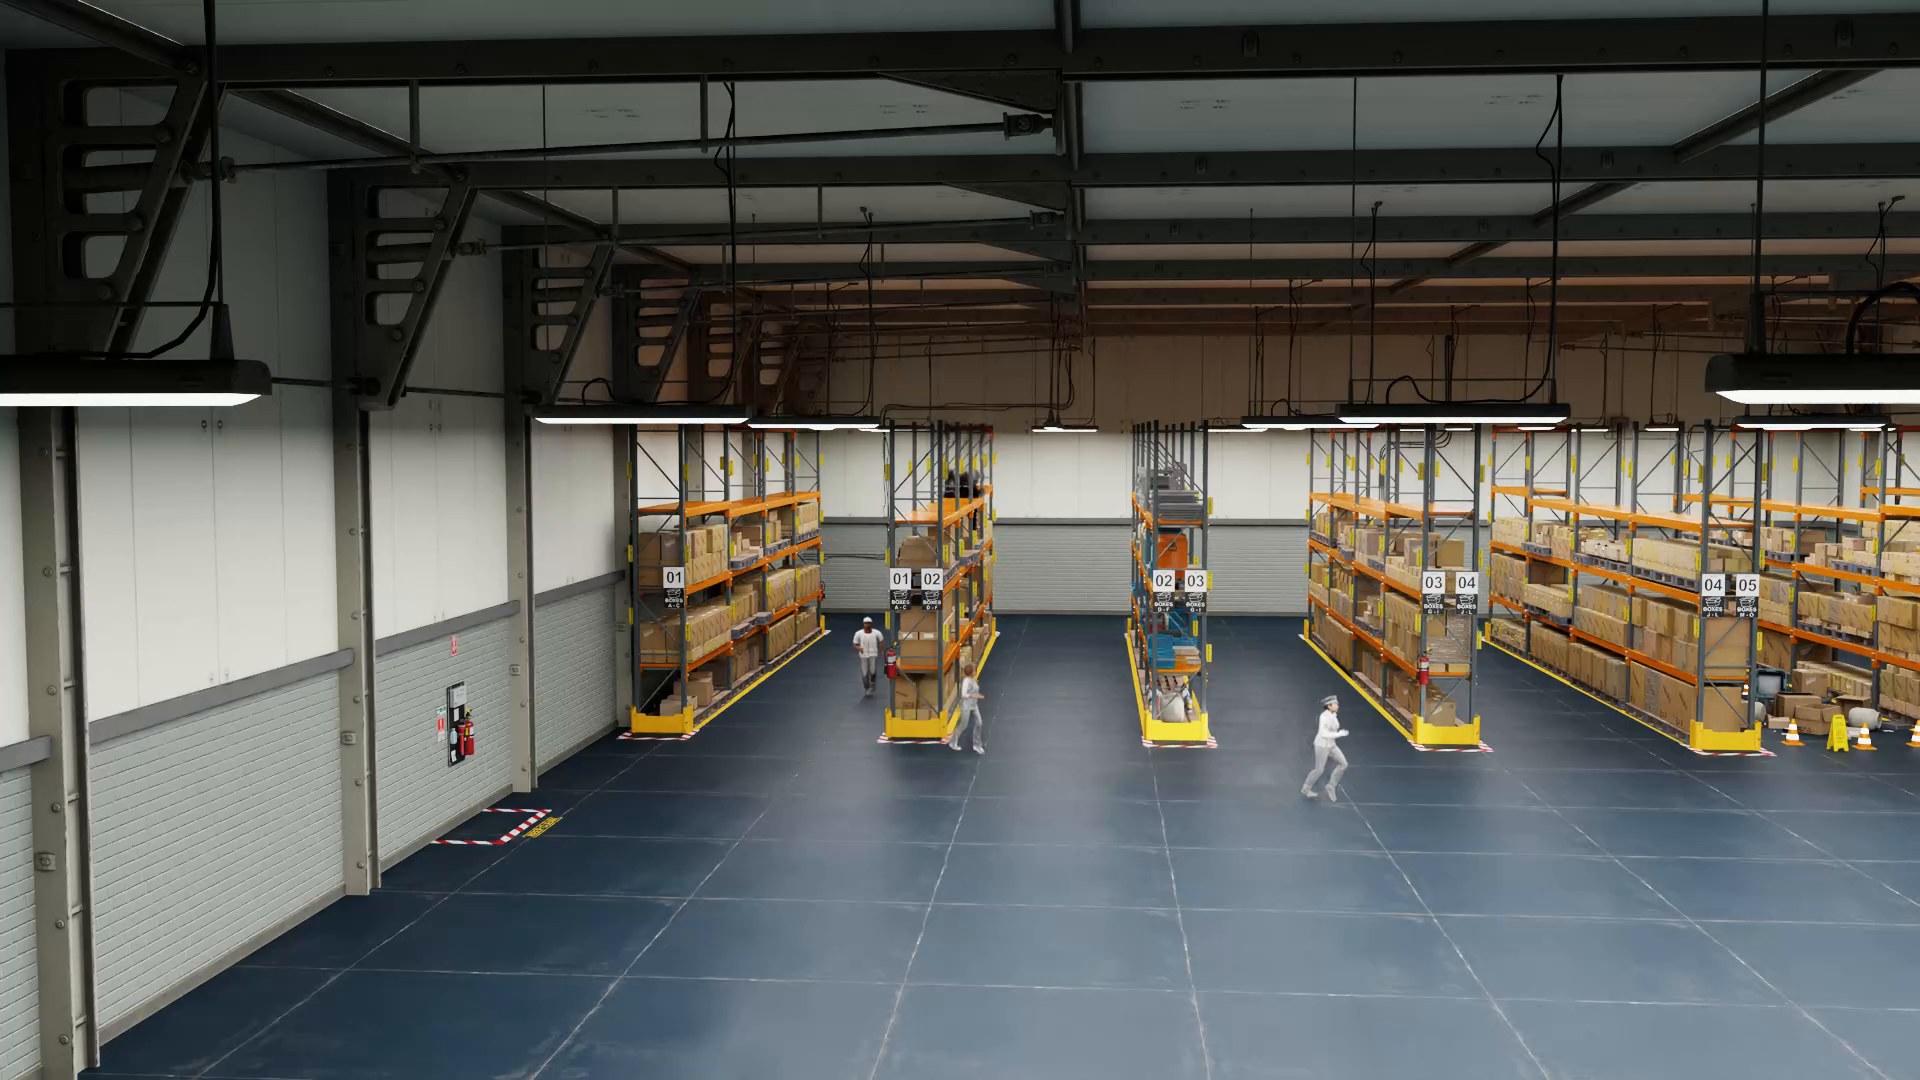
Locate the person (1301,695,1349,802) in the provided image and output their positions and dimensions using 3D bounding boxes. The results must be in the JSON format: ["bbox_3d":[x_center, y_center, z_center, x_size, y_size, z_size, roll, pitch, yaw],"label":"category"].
[{"bbox_3d":[5.706,3.236,25.941,0.790,1.681,0.641,3,4,35],"label":"person"}]

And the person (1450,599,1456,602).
[{"bbox_3d":[13.461,2.050,45.409,0.593,1.598,0.524,0,4,6],"label":"person"}]

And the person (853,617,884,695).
[{"bbox_3d":[-2.006,2.551,36.438,0.692,1.724,0.582,0,4,-1],"label":"person"}]

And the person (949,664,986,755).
[{"bbox_3d":[0.127,3.041,29.811,0.729,1.639,0.524,2,4,28],"label":"person"}]
